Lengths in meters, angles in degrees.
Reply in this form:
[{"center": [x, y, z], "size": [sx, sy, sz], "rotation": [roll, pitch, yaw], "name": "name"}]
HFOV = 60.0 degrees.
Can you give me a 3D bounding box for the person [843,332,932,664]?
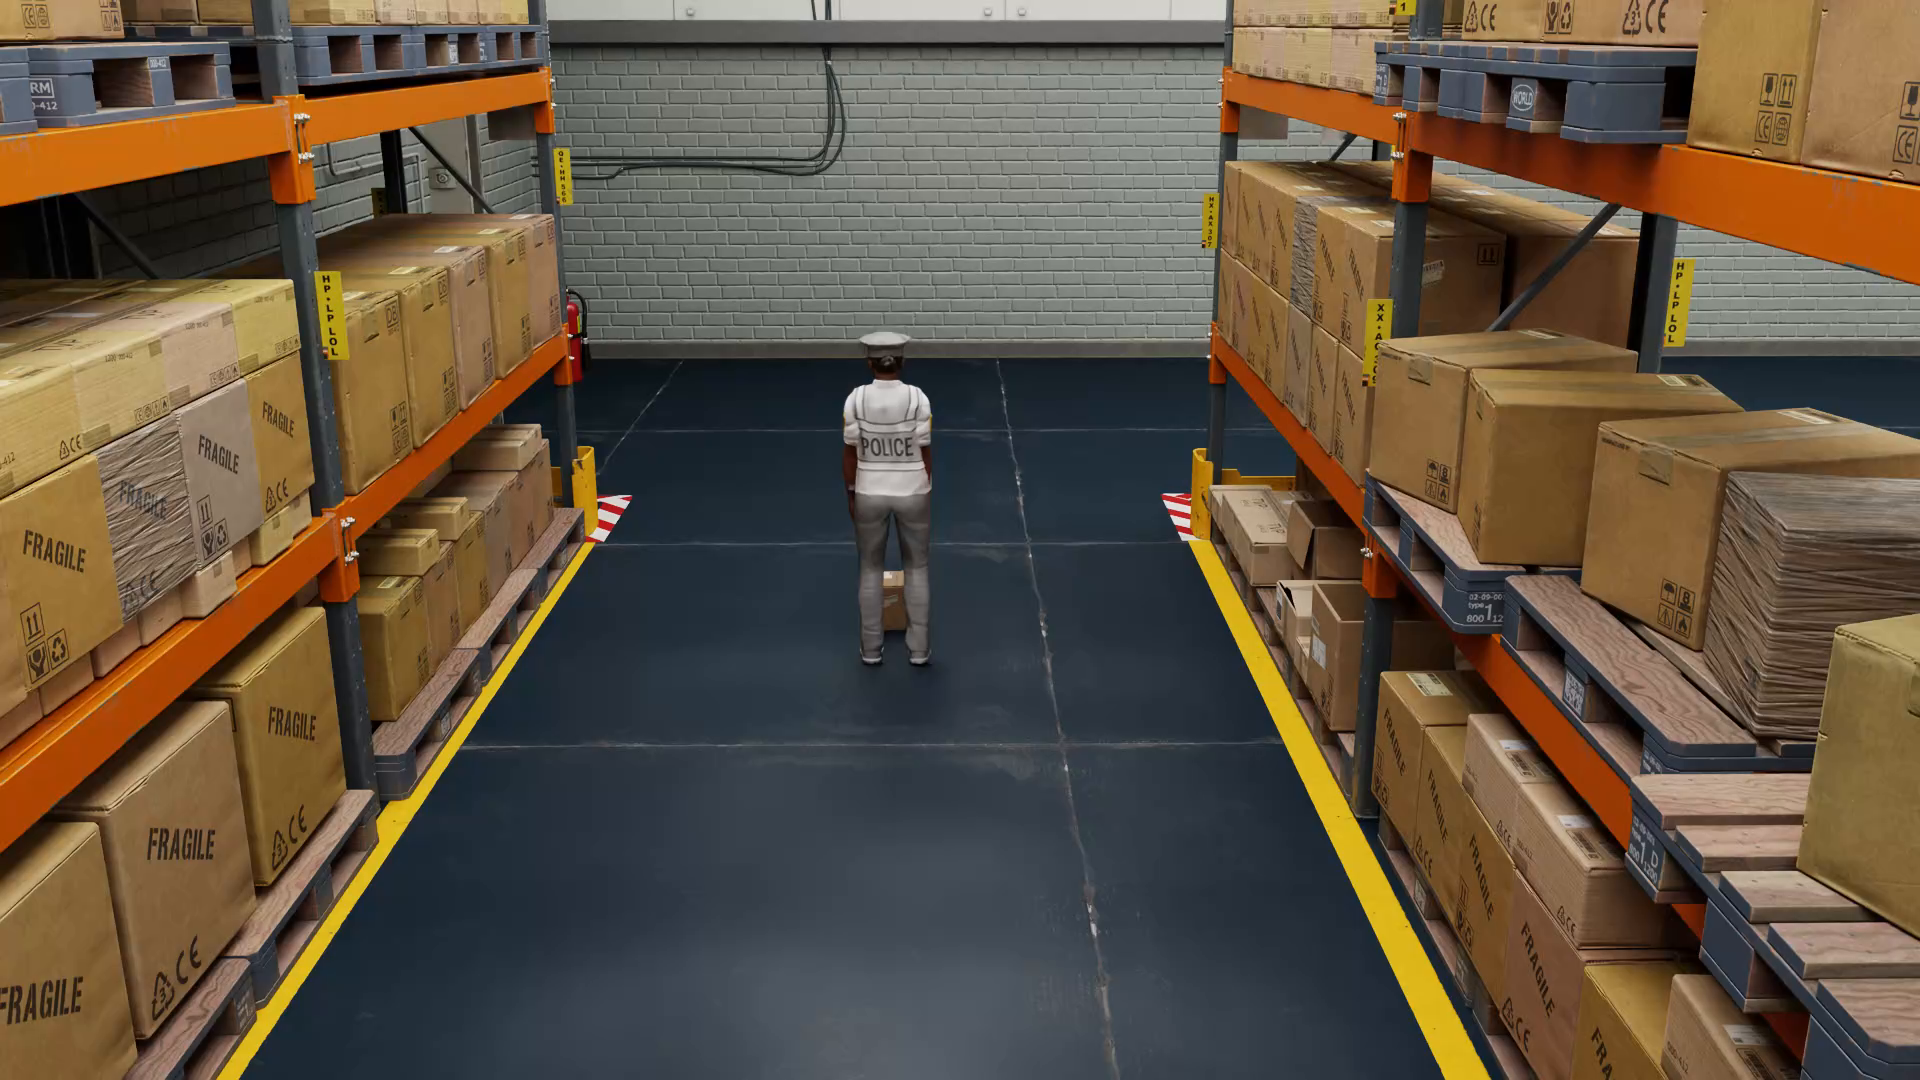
[{"center": [-0.355, -0.193, 8.197], "size": [0.439, 1.661, 0.339], "rotation": [0, 17, 0], "name": "person"}]
